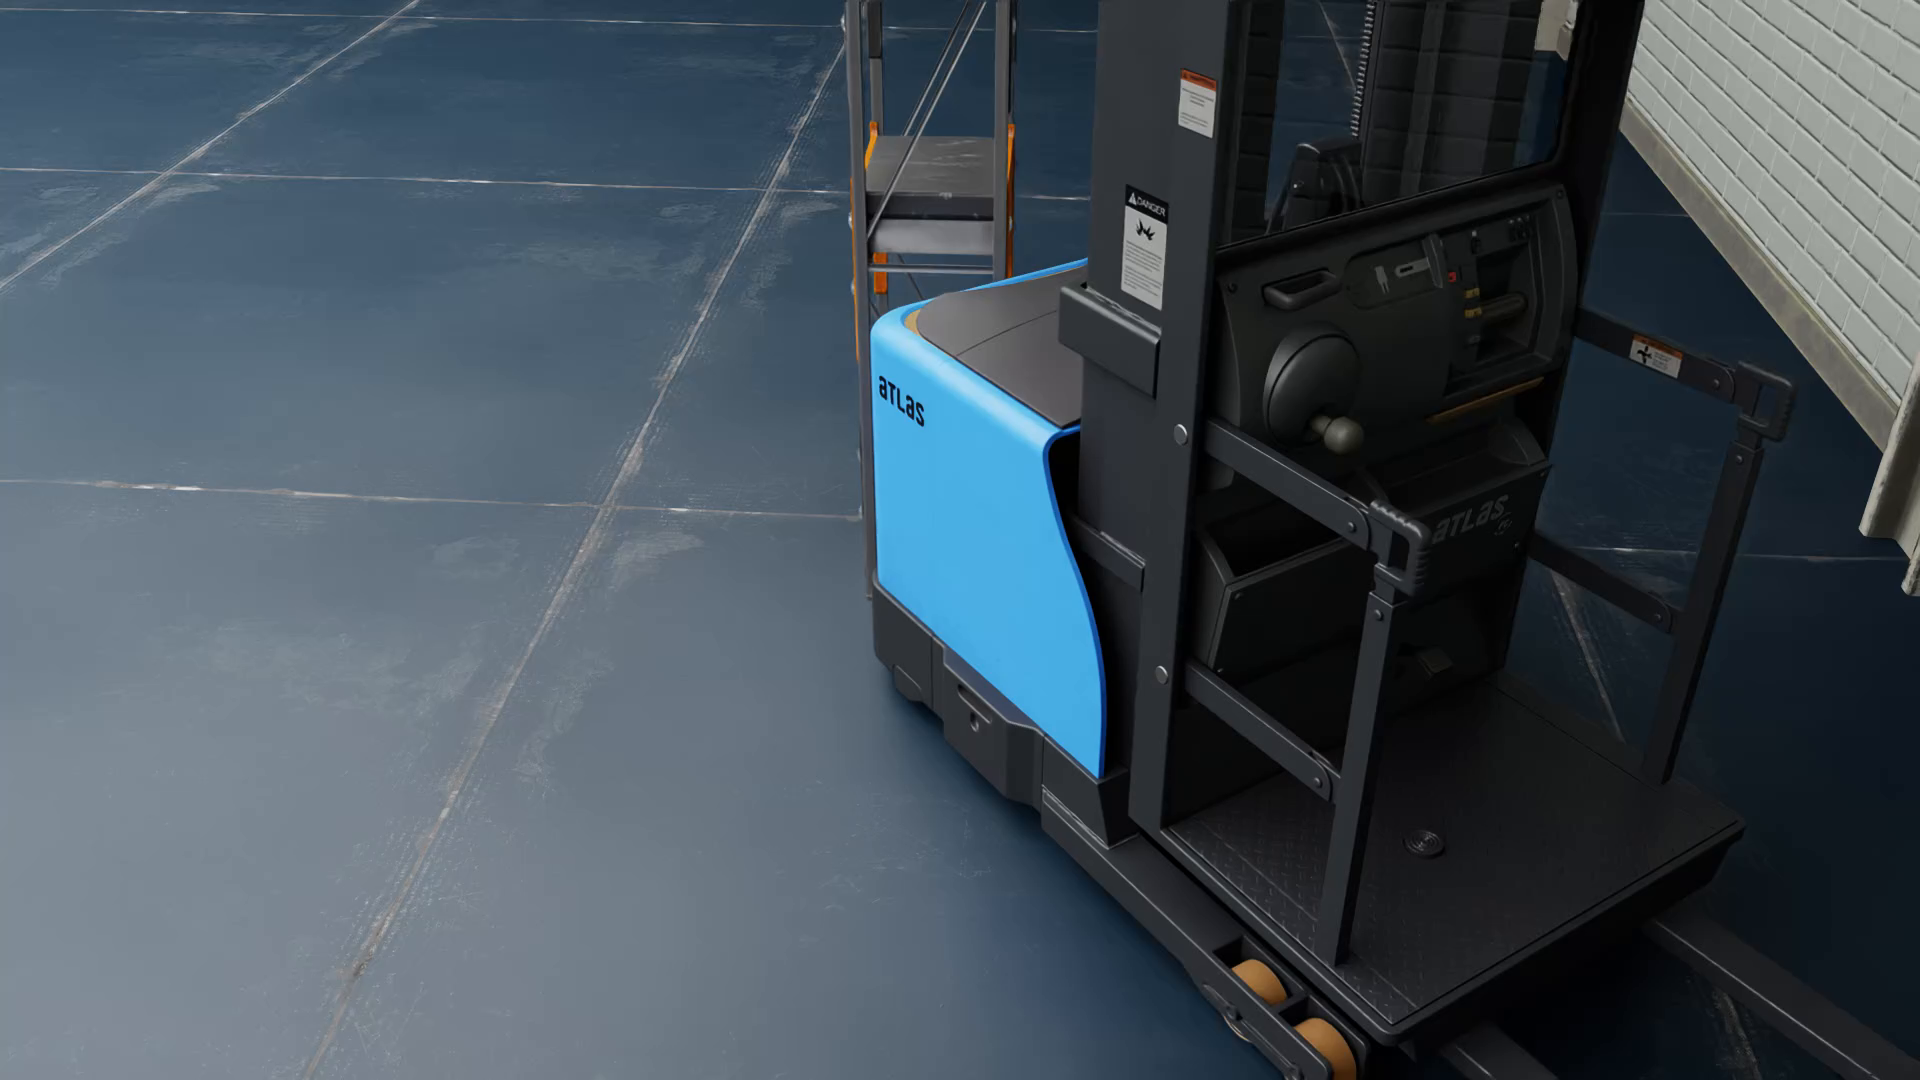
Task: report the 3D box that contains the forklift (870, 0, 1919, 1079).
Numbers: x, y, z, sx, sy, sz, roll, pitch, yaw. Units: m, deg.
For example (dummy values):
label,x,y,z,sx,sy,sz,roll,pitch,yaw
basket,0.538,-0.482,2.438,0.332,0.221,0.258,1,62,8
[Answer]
label,x,y,z,sx,sy,sz,roll,pitch,yaw
forklift,0.990,-0.388,3.086,1.130,2.935,3.031,-19,36,-28

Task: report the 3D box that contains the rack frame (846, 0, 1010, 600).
label,x,y,z,sx,sy,sz,roll,pitch,yaw
rack frame,-0.078,-0.714,4.407,0.400,2.100,0.015,2,32,3

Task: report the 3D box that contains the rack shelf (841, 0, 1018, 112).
label,x,y,z,sx,sy,sz,roll,pitch,yaw
rack shelf,-0.063,-1.426,4.254,0.431,0.518,0.480,2,32,3

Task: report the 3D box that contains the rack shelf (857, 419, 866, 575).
label,x,y,z,sx,sy,sz,roll,pitch,yaw
rack shelf,-0.063,-0.234,4.989,0.431,0.518,0.480,2,32,3

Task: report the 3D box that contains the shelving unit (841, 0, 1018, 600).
label,x,y,z,sx,sy,sz,roll,pitch,yaw
shelving unit,-0.063,-0.842,4.614,0.431,2.100,0.503,2,32,3

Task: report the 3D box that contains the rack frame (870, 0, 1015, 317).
label,x,y,z,sx,sy,sz,roll,pitch,yaw
rack frame,-0.049,-0.969,4.822,0.400,2.100,0.015,2,32,3

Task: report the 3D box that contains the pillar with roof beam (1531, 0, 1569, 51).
label,x,y,z,sx,sy,sz,roll,pitch,yaw
pillar with roof beam,-0.794,-7.083,8.166,9.100,9.000,0.400,2,32,4

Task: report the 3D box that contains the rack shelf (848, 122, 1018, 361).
label,x,y,z,sx,sy,sz,roll,pitch,yaw
rack shelf,-0.063,-0.830,4.621,0.431,0.518,0.480,2,32,3
